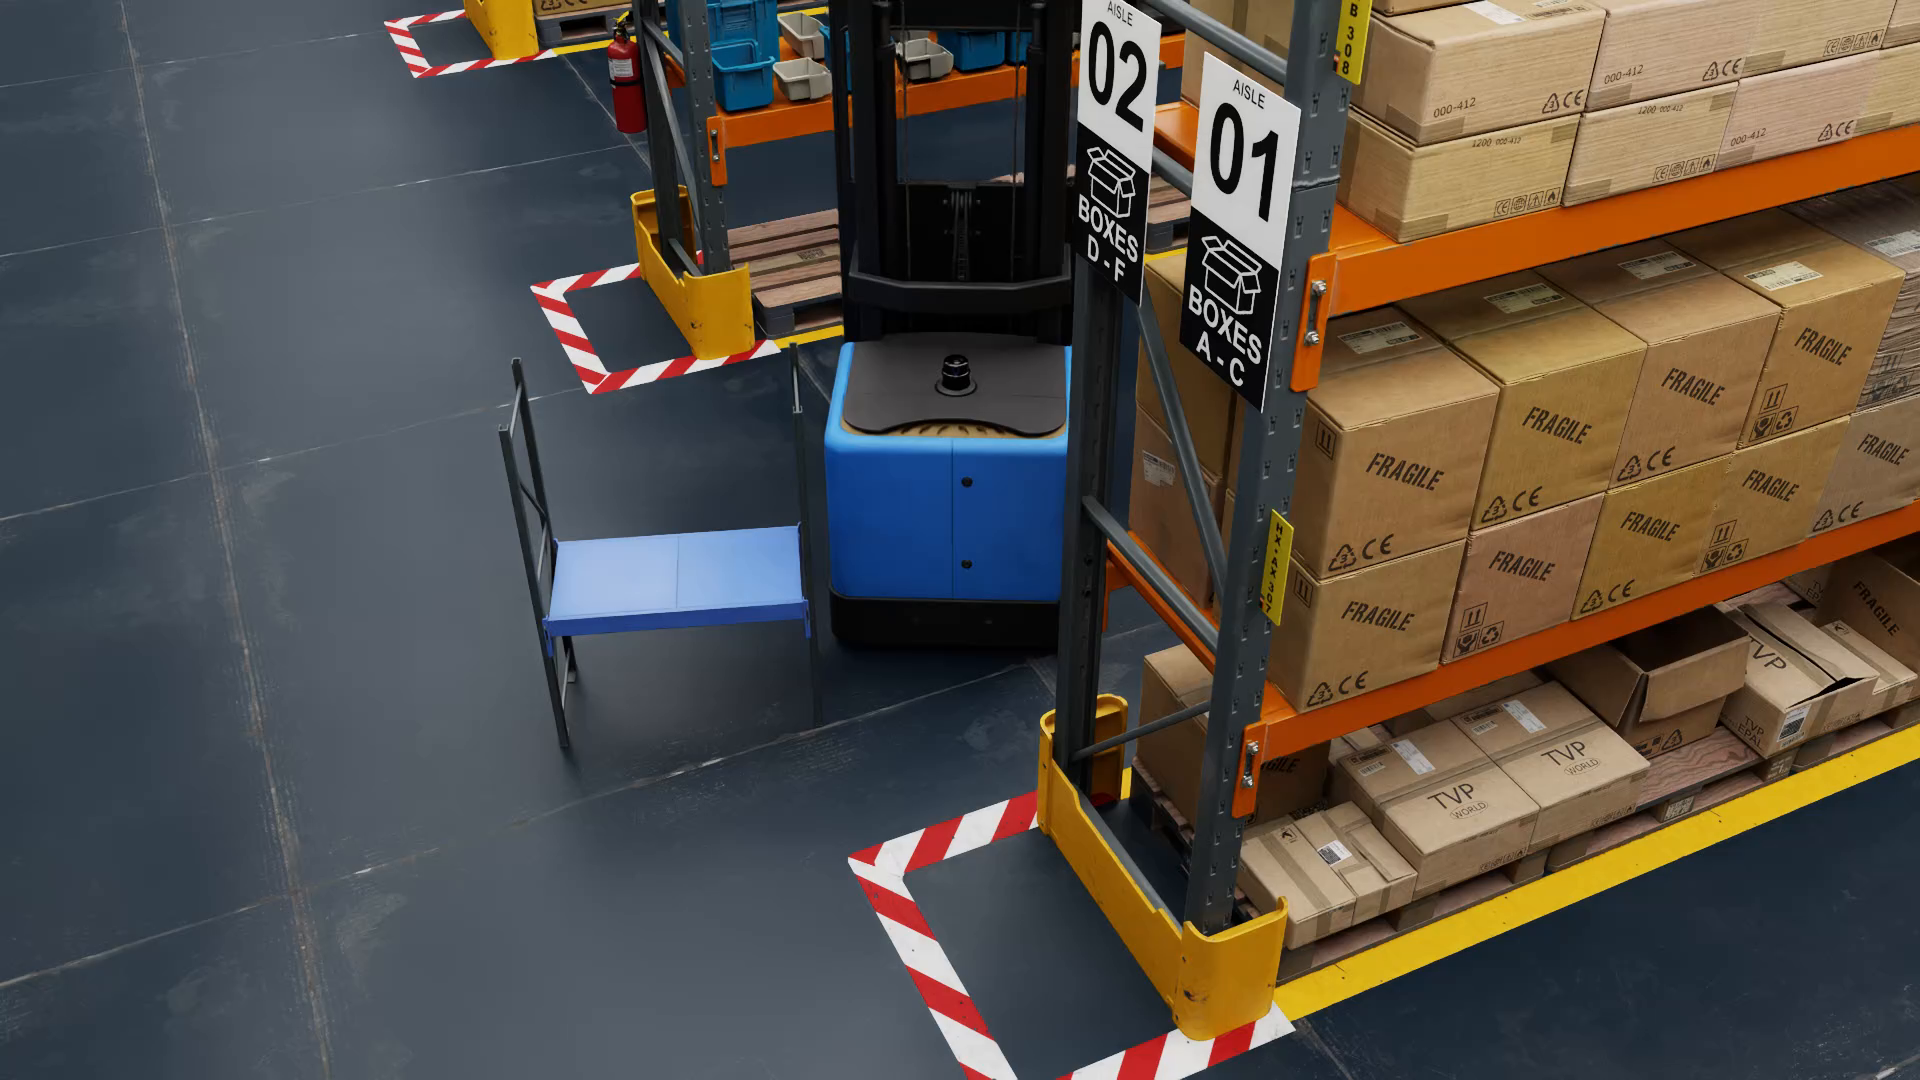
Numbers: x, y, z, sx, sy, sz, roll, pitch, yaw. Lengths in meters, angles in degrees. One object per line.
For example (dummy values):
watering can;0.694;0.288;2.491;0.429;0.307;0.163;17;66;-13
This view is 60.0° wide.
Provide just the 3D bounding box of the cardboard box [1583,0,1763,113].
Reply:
cardboard box;1.635;-1.328;4.211;0.500;0.250;0.500;-16;39;-20

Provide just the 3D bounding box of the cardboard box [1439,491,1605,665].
cardboard box;1.583;-0.014;5.167;0.500;0.500;0.500;-16;39;-20

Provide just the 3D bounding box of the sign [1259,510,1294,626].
sign;0.835;0.075;4.404;0.005;0.325;0.100;-16;39;-20

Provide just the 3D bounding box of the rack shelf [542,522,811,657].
rack shelf;-1.103;0.187;6.541;1.000;0.185;0.538;-4;37;-5

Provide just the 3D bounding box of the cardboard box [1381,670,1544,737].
cardboard box;1.864;0.563;6.412;0.500;0.250;0.500;-16;39;-20

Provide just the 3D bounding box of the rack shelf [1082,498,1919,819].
rack shelf;2.415;-0.087;5.954;4.000;0.370;1.077;-16;39;-20

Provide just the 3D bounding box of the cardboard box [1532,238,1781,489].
cardboard box;2.043;-0.542;5.040;0.500;0.500;0.500;-15;39;-19

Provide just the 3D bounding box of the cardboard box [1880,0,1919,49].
cardboard box;2.540;-1.582;4.554;0.500;0.250;0.500;-16;39;-20

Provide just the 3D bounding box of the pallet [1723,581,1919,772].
pallet;3.603;0.411;7.019;1.213;0.211;1.003;-16;39;-20

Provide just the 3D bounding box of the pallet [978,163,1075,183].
pallet;0.369;-1.917;10.157;1.213;0.211;1.003;-16;39;-20

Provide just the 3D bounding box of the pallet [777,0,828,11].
pallet;-1.808;-4.644;13.835;1.213;0.211;1.003;-16;39;-20

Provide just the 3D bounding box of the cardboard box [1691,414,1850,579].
cardboard box;2.491;-0.265;5.505;0.500;0.500;0.500;-15;39;-19

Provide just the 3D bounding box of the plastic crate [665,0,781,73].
plastic crate;-1.273;-2.766;8.881;0.499;0.435;0.616;-16;39;-20

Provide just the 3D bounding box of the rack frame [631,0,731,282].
rack frame;-1.497;-2.542;8.660;0.127;3.000;1.000;-16;39;-20

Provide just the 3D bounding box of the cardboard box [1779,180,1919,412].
cardboard box;2.958;-0.798;5.385;0.500;0.500;0.500;-15;39;-20

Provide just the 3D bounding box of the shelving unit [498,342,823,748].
shelving unit;-1.103;0.042;6.434;1.048;1.500;0.538;-4;37;-5

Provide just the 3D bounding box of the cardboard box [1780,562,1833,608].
cardboard box;3.753;0.010;7.106;0.500;0.311;0.500;-16;39;-20

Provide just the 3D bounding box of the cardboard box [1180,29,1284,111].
cardboard box;0.957;-1.287;4.575;0.500;0.250;0.500;-16;39;-20

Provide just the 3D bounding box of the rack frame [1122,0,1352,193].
rack frame;0.604;-2.280;3.270;0.127;3.000;1.000;-16;39;-20

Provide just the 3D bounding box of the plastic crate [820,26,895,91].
plastic crate;-0.538;-2.551;8.761;0.300;0.233;0.416;-16;39;-20

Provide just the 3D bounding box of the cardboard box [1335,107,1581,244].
cardboard box;1.177;-1.007;4.198;0.500;0.250;0.500;-16;39;-20

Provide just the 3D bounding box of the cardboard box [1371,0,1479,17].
cardboard box;1.062;-1.655;4.023;0.500;0.500;0.700;-16;39;-20

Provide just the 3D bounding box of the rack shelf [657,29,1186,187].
rack shelf;0.313;-2.760;9.556;4.000;0.370;1.077;-16;39;-20

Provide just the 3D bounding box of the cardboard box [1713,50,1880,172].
cardboard box;2.087;-1.255;4.531;0.500;0.250;0.500;-16;39;-20

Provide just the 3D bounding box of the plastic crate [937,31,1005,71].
plastic crate;0.058;-2.717;8.986;0.300;0.233;0.416;-16;39;-20

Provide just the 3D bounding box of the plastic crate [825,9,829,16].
plastic crate;-0.567;-2.830;9.219;0.243;0.136;0.396;-16;39;-20

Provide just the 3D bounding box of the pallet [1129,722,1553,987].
pallet;1.394;1.029;6.186;1.213;0.211;1.003;-16;39;-20

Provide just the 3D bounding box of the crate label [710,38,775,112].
crate label;-1.134;-2.384;8.536;0.303;0.233;0.416;-16;39;-20

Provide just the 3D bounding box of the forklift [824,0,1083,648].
forklift;0.025;-1.575;7.414;1.130;2.935;3.031;1;37;2

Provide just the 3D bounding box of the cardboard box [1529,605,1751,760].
cardboard box;2.526;0.422;6.390;0.637;0.503;0.797;-16;39;-20

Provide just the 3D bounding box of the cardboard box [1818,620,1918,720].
cardboard box;3.516;0.510;6.568;0.250;0.149;0.380;-16;39;-20

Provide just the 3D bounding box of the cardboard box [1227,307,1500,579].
cardboard box;1.118;-0.282;4.689;0.500;0.500;0.500;-14;39;-19

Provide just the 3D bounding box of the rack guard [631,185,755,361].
rack guard;-1.513;-1.525;9.387;0.348;0.500;1.175;-16;39;-20

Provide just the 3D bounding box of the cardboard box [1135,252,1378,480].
cardboard box;0.890;-0.573;5.081;0.500;0.500;0.500;-16;39;-20

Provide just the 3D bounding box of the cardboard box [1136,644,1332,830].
cardboard box;0.992;0.687;6.035;0.500;0.500;0.500;-16;39;-20

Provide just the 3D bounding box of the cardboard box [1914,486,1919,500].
cardboard box;3.415;-0.527;5.858;0.500;0.500;0.500;-15;39;-19

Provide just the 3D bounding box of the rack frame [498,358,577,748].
rack frame;-1.608;0.077;6.387;0.032;1.500;0.500;-4;37;-5

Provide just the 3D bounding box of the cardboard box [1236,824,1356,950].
cardboard box;1.129;1.178;5.668;0.250;0.149;0.380;-16;39;-20

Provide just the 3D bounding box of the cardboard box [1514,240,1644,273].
cardboard box;1.814;-0.835;5.434;0.500;0.500;0.500;-15;39;-19

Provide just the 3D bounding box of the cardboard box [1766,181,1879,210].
cardboard box;2.747;-1.096;5.787;0.500;0.500;0.500;-17;40;-21

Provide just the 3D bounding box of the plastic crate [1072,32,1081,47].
plastic crate;0.675;-2.870;9.273;0.466;0.136;0.293;-16;39;-20

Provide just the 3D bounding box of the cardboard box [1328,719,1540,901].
cardboard box;1.669;0.946;5.895;0.500;0.250;0.500;-16;39;-20

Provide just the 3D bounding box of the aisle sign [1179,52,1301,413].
aisle sign;0.667;-0.739;4.046;0.004;0.787;0.394;-16;39;-20
